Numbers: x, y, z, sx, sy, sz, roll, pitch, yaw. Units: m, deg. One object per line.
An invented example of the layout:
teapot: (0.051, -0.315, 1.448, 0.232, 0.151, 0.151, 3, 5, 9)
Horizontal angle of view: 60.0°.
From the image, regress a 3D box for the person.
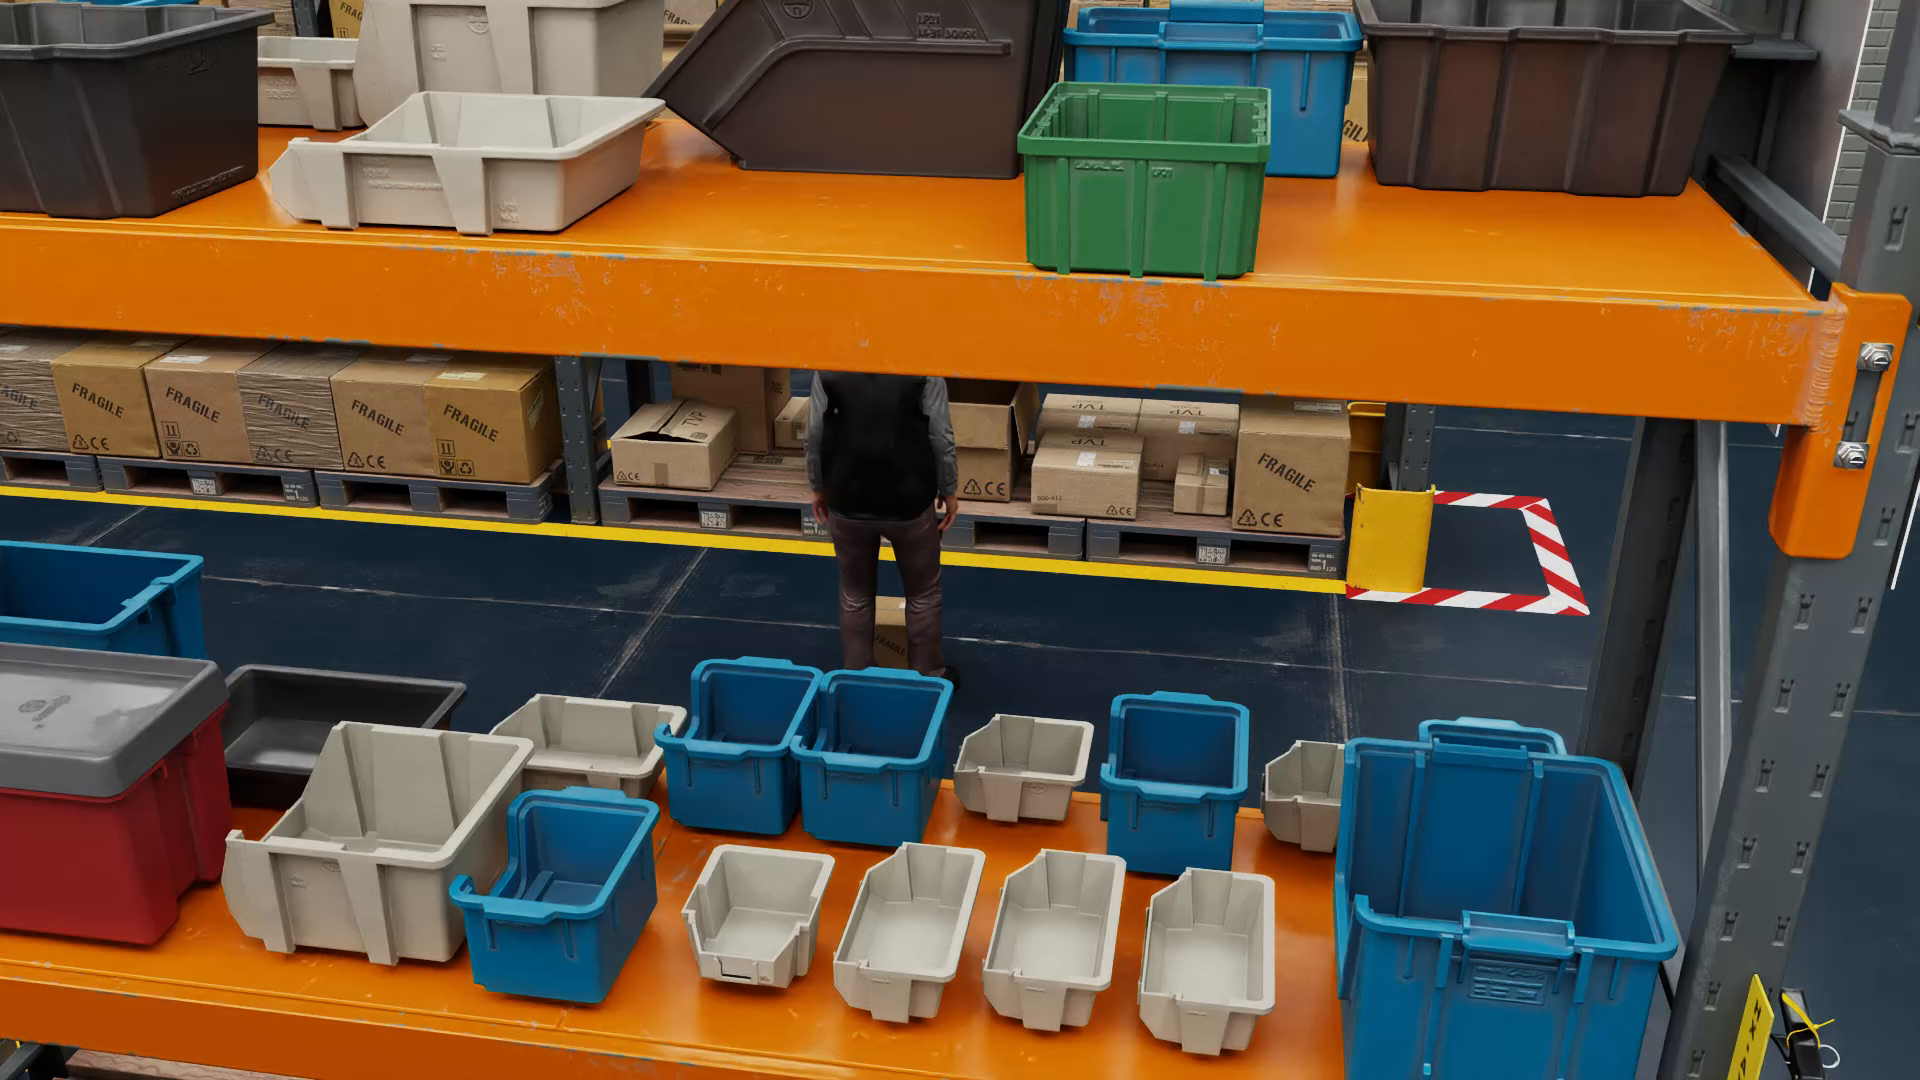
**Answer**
person: (-0.303, -0.143, 6.444, 0.589, 1.722, 0.409, 3, 25, 7)
